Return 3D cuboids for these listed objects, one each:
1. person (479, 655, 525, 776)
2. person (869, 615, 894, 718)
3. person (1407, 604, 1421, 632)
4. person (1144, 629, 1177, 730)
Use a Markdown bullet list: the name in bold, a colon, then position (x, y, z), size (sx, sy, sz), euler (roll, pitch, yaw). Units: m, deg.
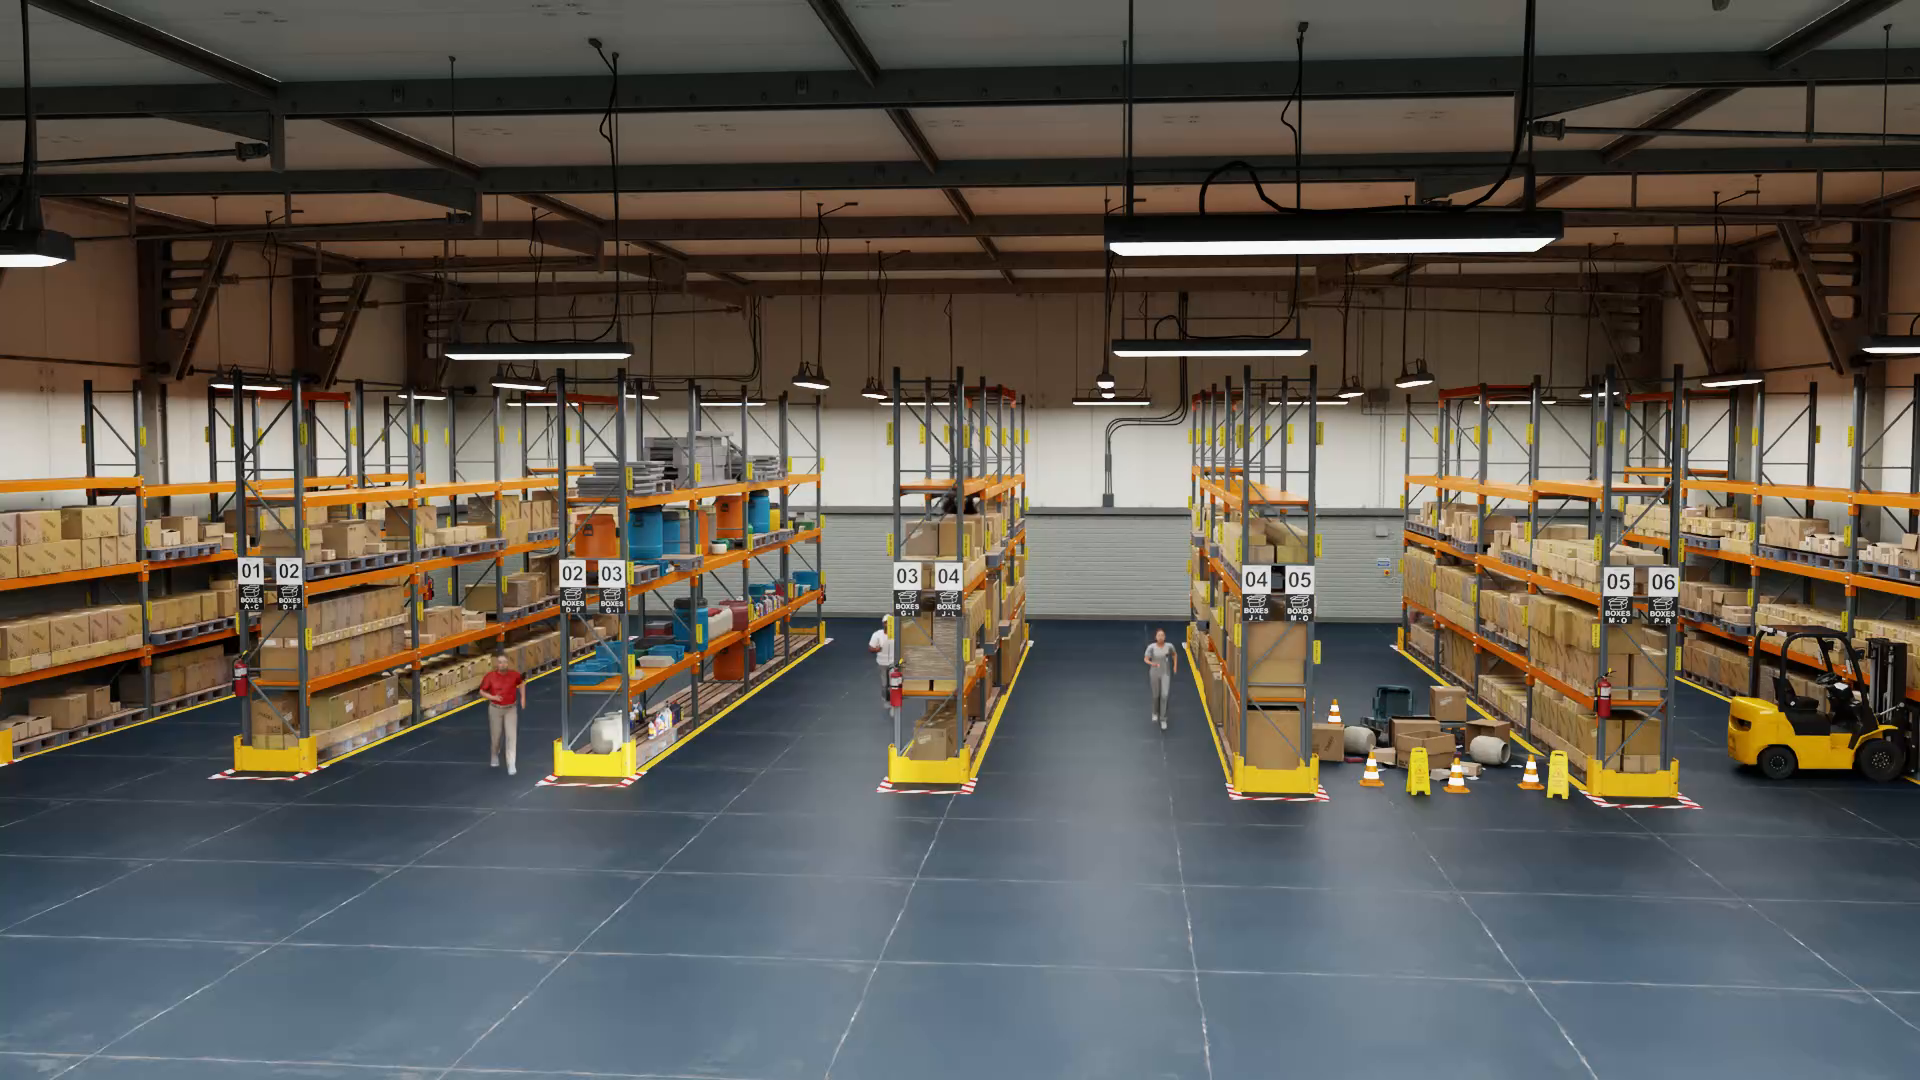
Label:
- **person**: position (-6.841, 2.600, 24.888), size (0.683, 1.788, 0.836), euler (-1, 4, -22)
- **person**: position (-1.296, 2.235, 29.929), size (0.689, 1.788, 0.912), euler (0, 4, -3)
- **person**: position (10.957, 1.712, 39.997), size (0.548, 1.628, 0.580), euler (0, 4, 0)
- **person**: position (3.472, 2.384, 28.797), size (0.581, 1.725, 0.814), euler (0, 4, 3)
